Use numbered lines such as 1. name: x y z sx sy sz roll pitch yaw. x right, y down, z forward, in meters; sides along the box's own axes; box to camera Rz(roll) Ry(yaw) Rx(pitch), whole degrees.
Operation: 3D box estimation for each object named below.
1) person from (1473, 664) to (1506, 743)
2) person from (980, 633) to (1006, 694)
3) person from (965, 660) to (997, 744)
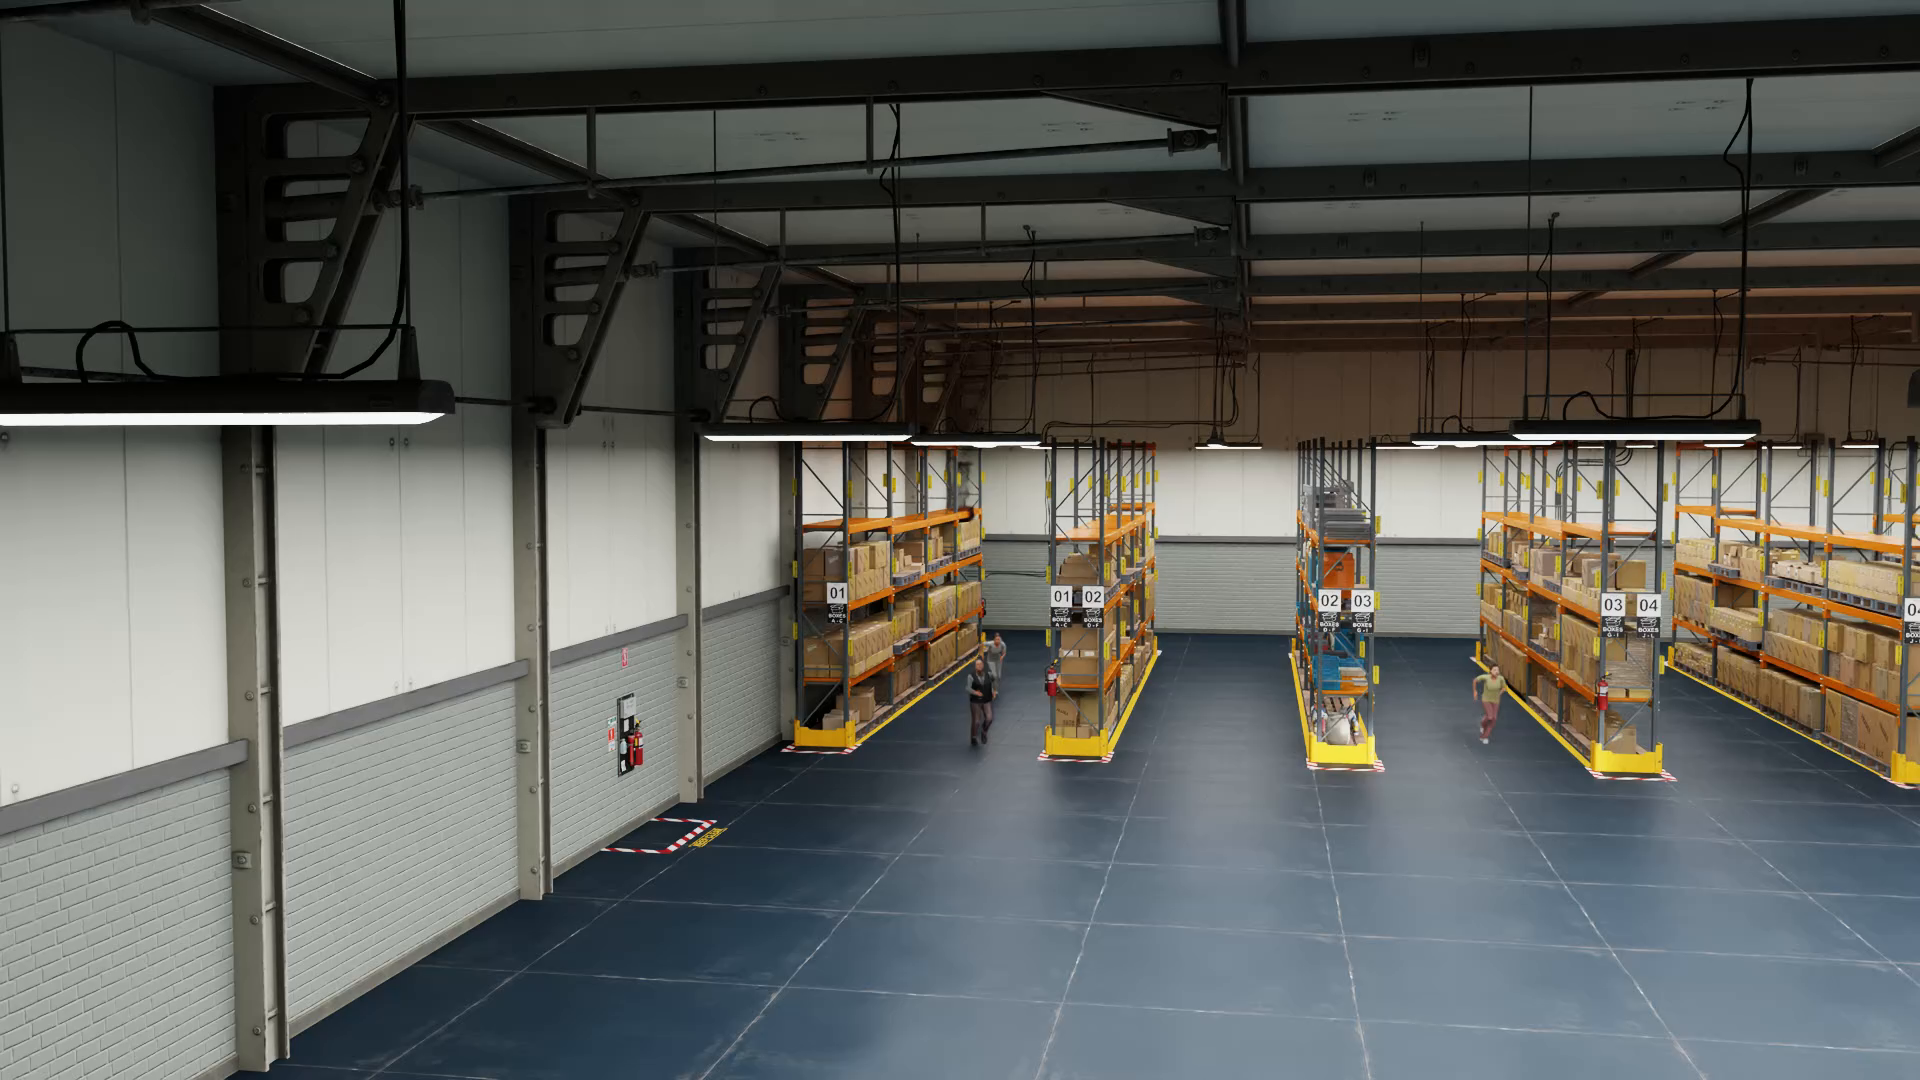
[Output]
1. person: 10.404 3.205 32.589 0.568 1.594 0.677 0 3 -7
2. person: 0.778 2.909 39.041 0.591 1.501 0.820 -1 3 -13
3. person: 0.423 3.152 32.289 0.668 1.673 0.812 0 3 -9
